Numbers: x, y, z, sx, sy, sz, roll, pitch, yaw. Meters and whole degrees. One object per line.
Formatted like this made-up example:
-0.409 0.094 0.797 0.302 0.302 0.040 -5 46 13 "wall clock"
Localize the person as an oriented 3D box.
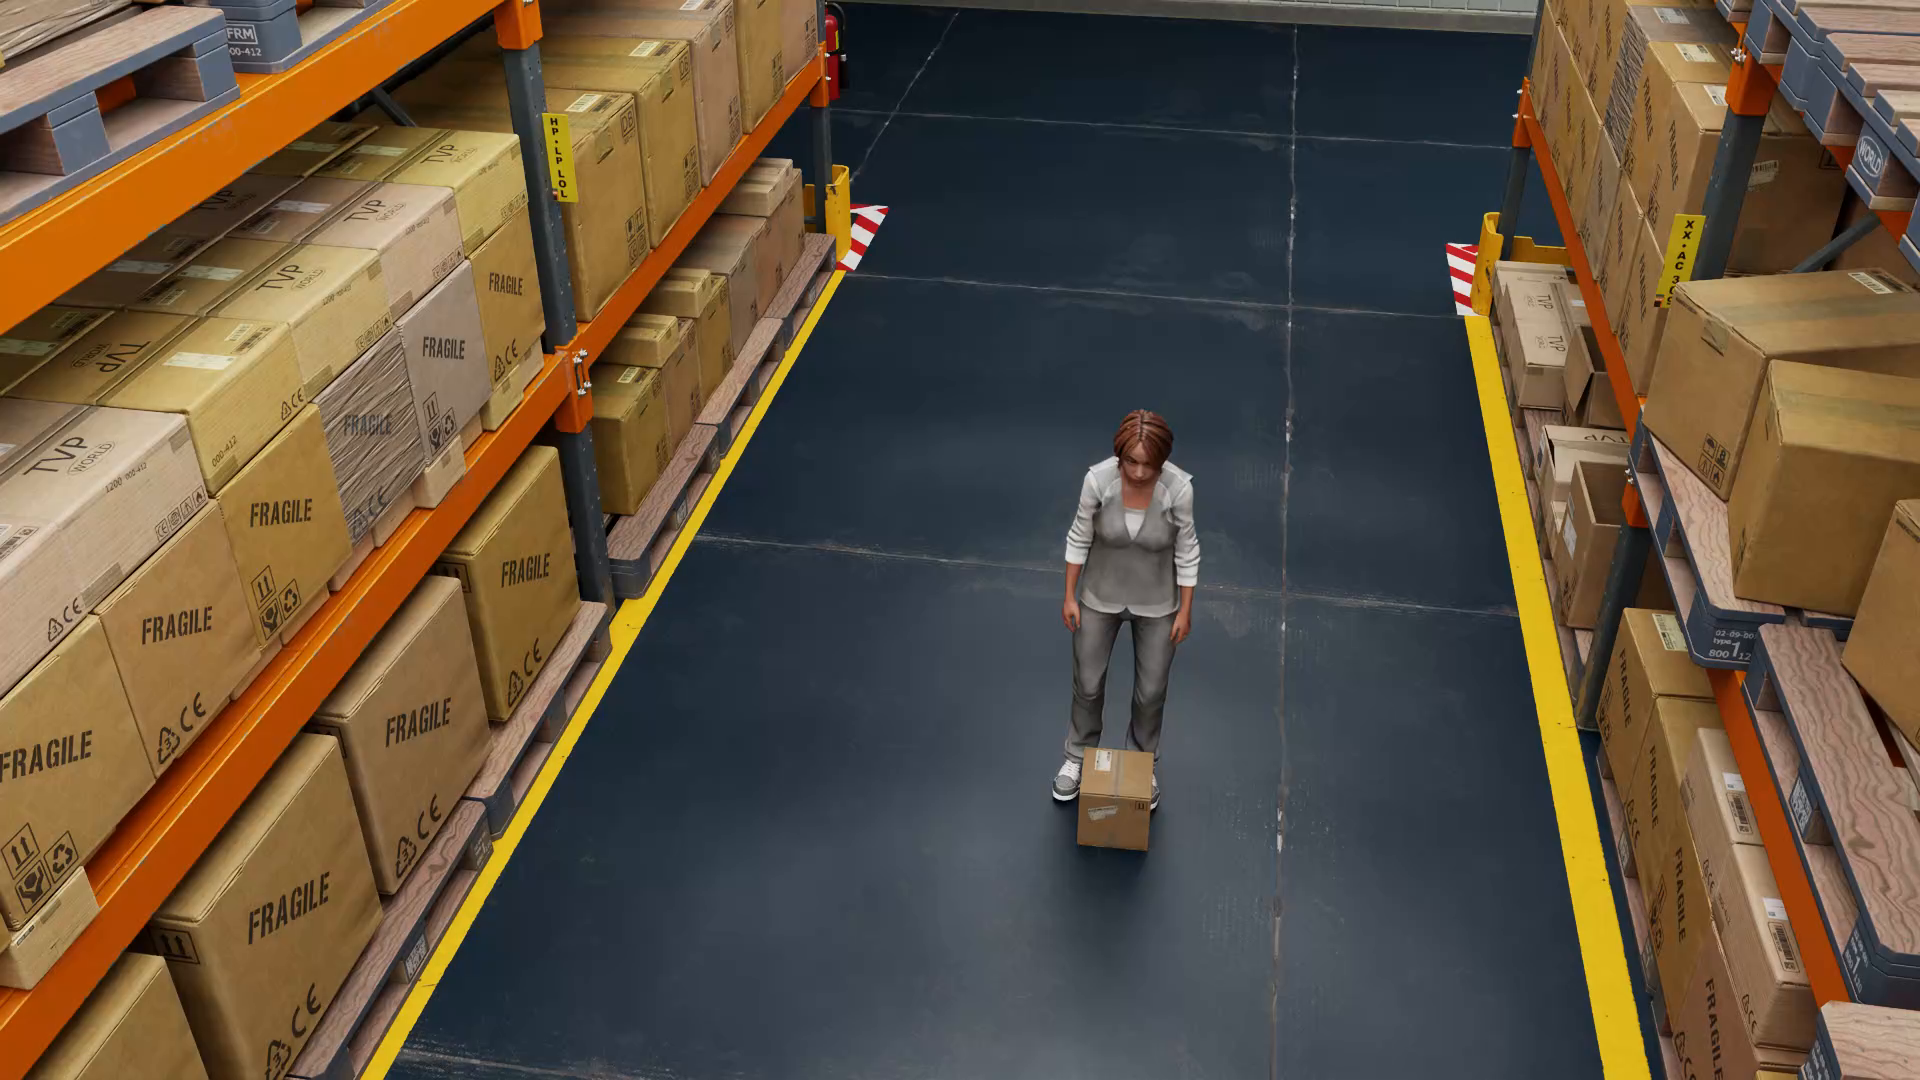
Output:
0.586 0.234 5.788 0.459 1.591 0.347 5 33 8 "person"
